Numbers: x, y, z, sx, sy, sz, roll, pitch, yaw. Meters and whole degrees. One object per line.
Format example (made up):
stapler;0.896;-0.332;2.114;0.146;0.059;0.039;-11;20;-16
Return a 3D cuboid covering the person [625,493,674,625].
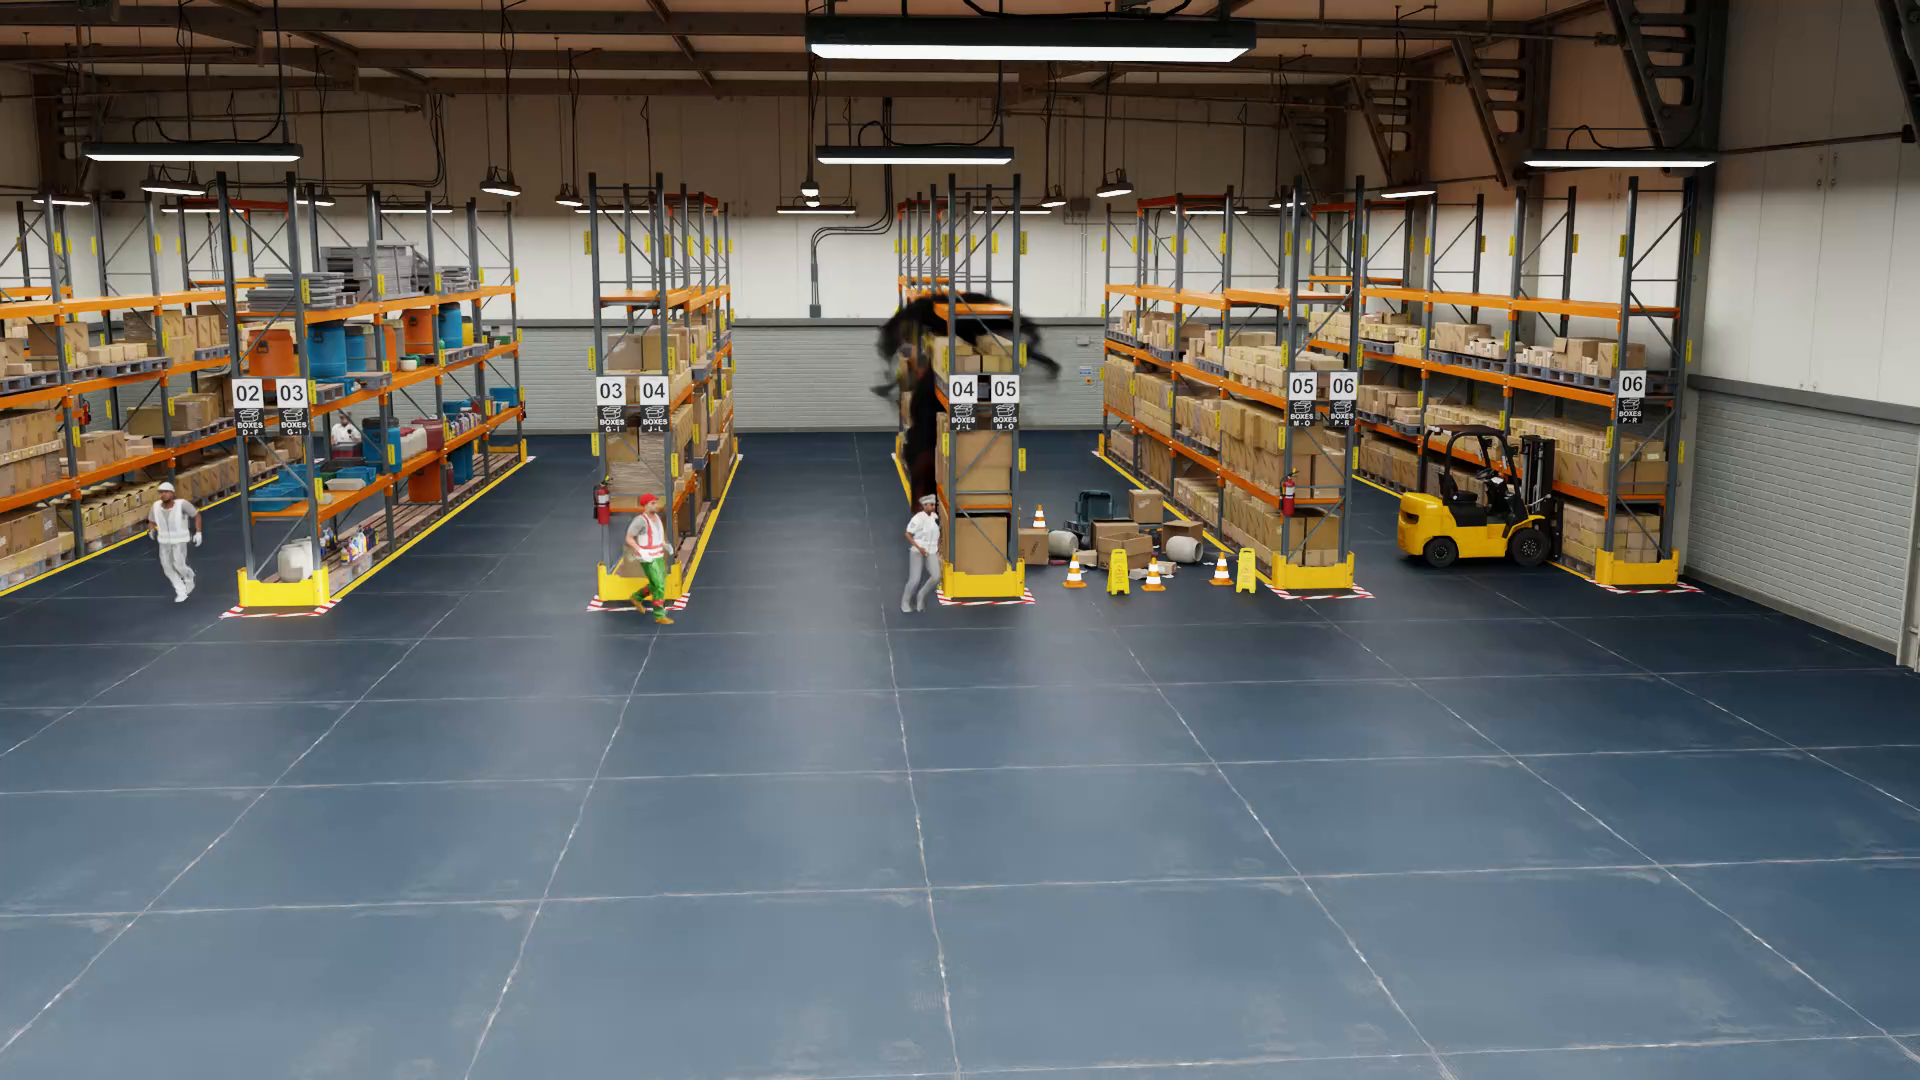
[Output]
person;-4.189;0.245;22.281;0.744;1.766;0.682;4;11;23

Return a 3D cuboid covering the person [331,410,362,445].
person;-12.227;-1.663;33.117;0.638;1.853;0.794;-3;10;-15

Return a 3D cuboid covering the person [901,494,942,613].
person;-0.460;0.181;22.939;0.638;1.645;0.597;-6;12;-31

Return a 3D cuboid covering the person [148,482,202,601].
person;-11.166;0.036;23.582;0.687;1.722;0.612;0;10;-2
